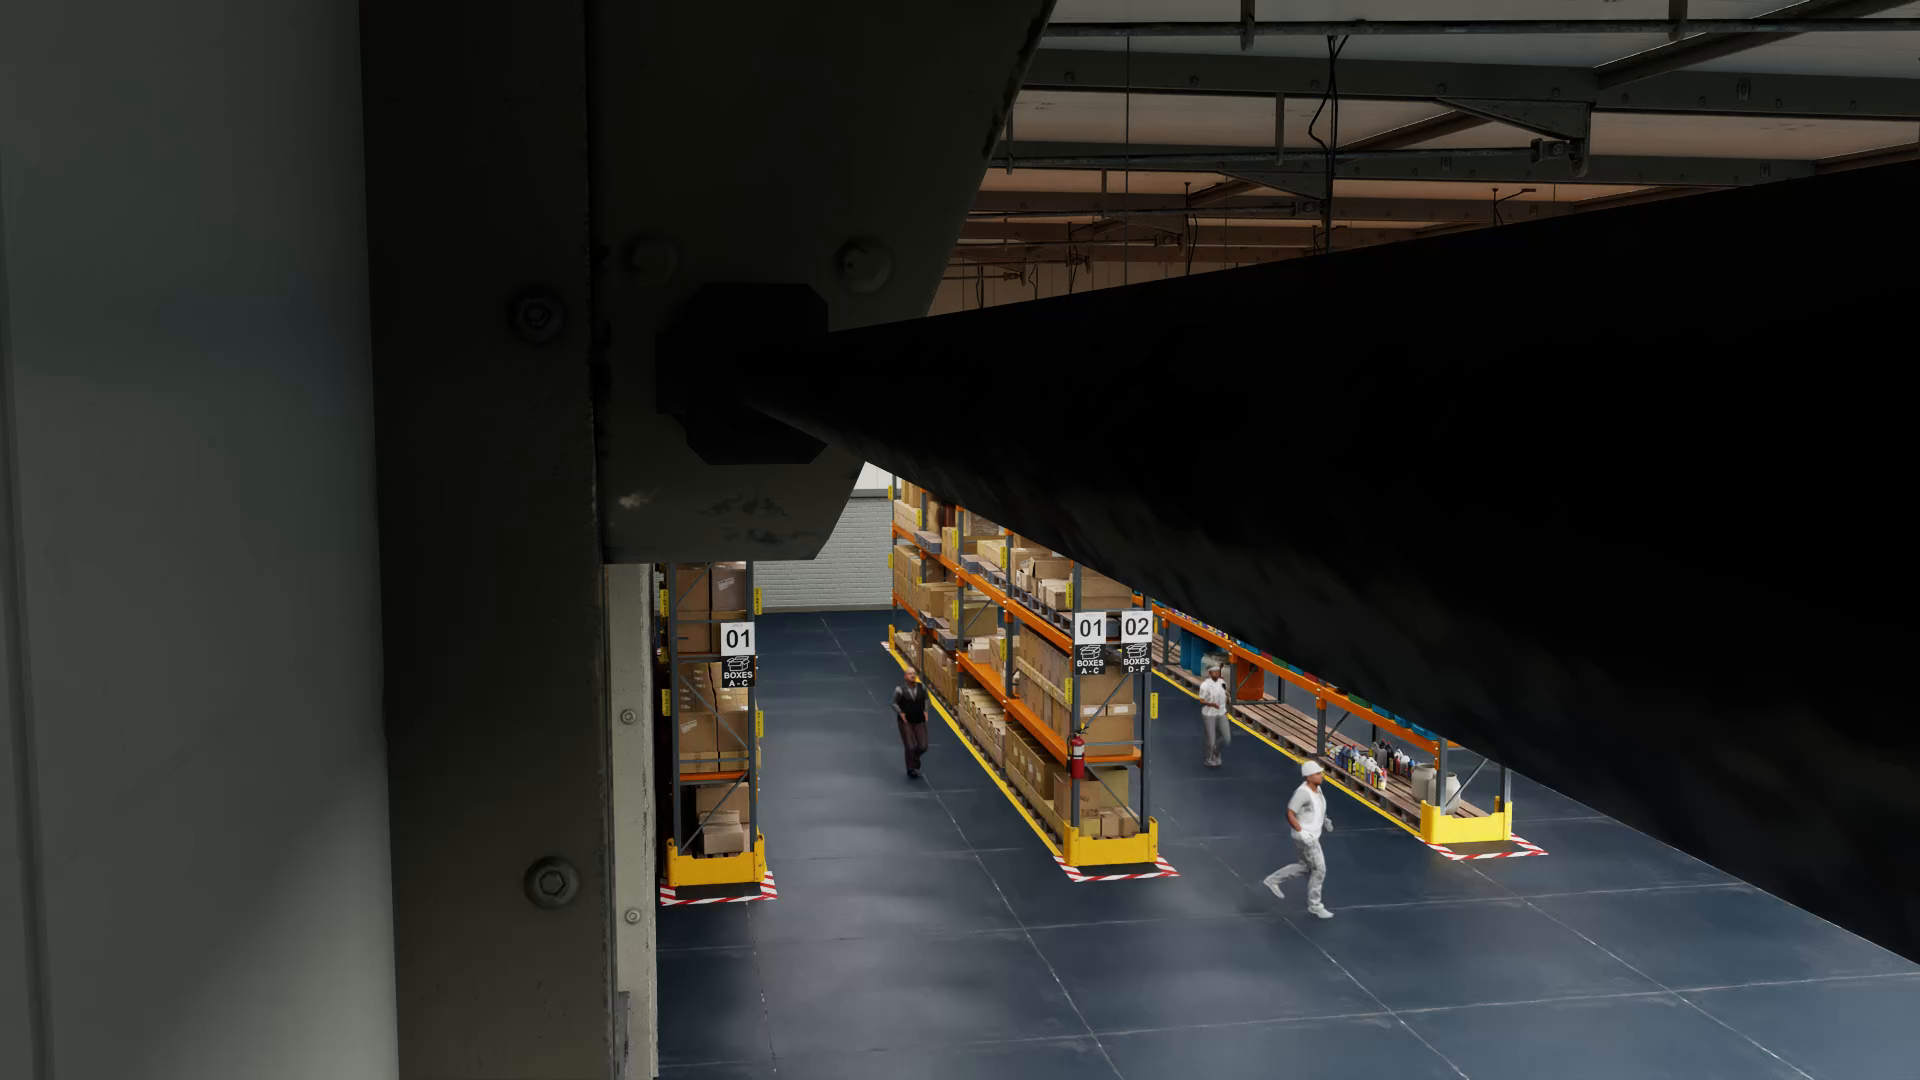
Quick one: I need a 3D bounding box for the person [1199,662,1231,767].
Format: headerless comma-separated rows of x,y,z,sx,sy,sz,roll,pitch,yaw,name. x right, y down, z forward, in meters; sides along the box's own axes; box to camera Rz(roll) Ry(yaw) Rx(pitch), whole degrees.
3.980,2.717,25.753,0.554,1.660,0.611,-2,6,-18,person

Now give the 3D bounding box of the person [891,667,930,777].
-0.725,2.768,25.250,0.638,1.673,0.576,-2,6,-16,person

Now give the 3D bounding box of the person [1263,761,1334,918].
3.894,3.398,19.054,0.833,1.800,0.682,3,7,22,person
